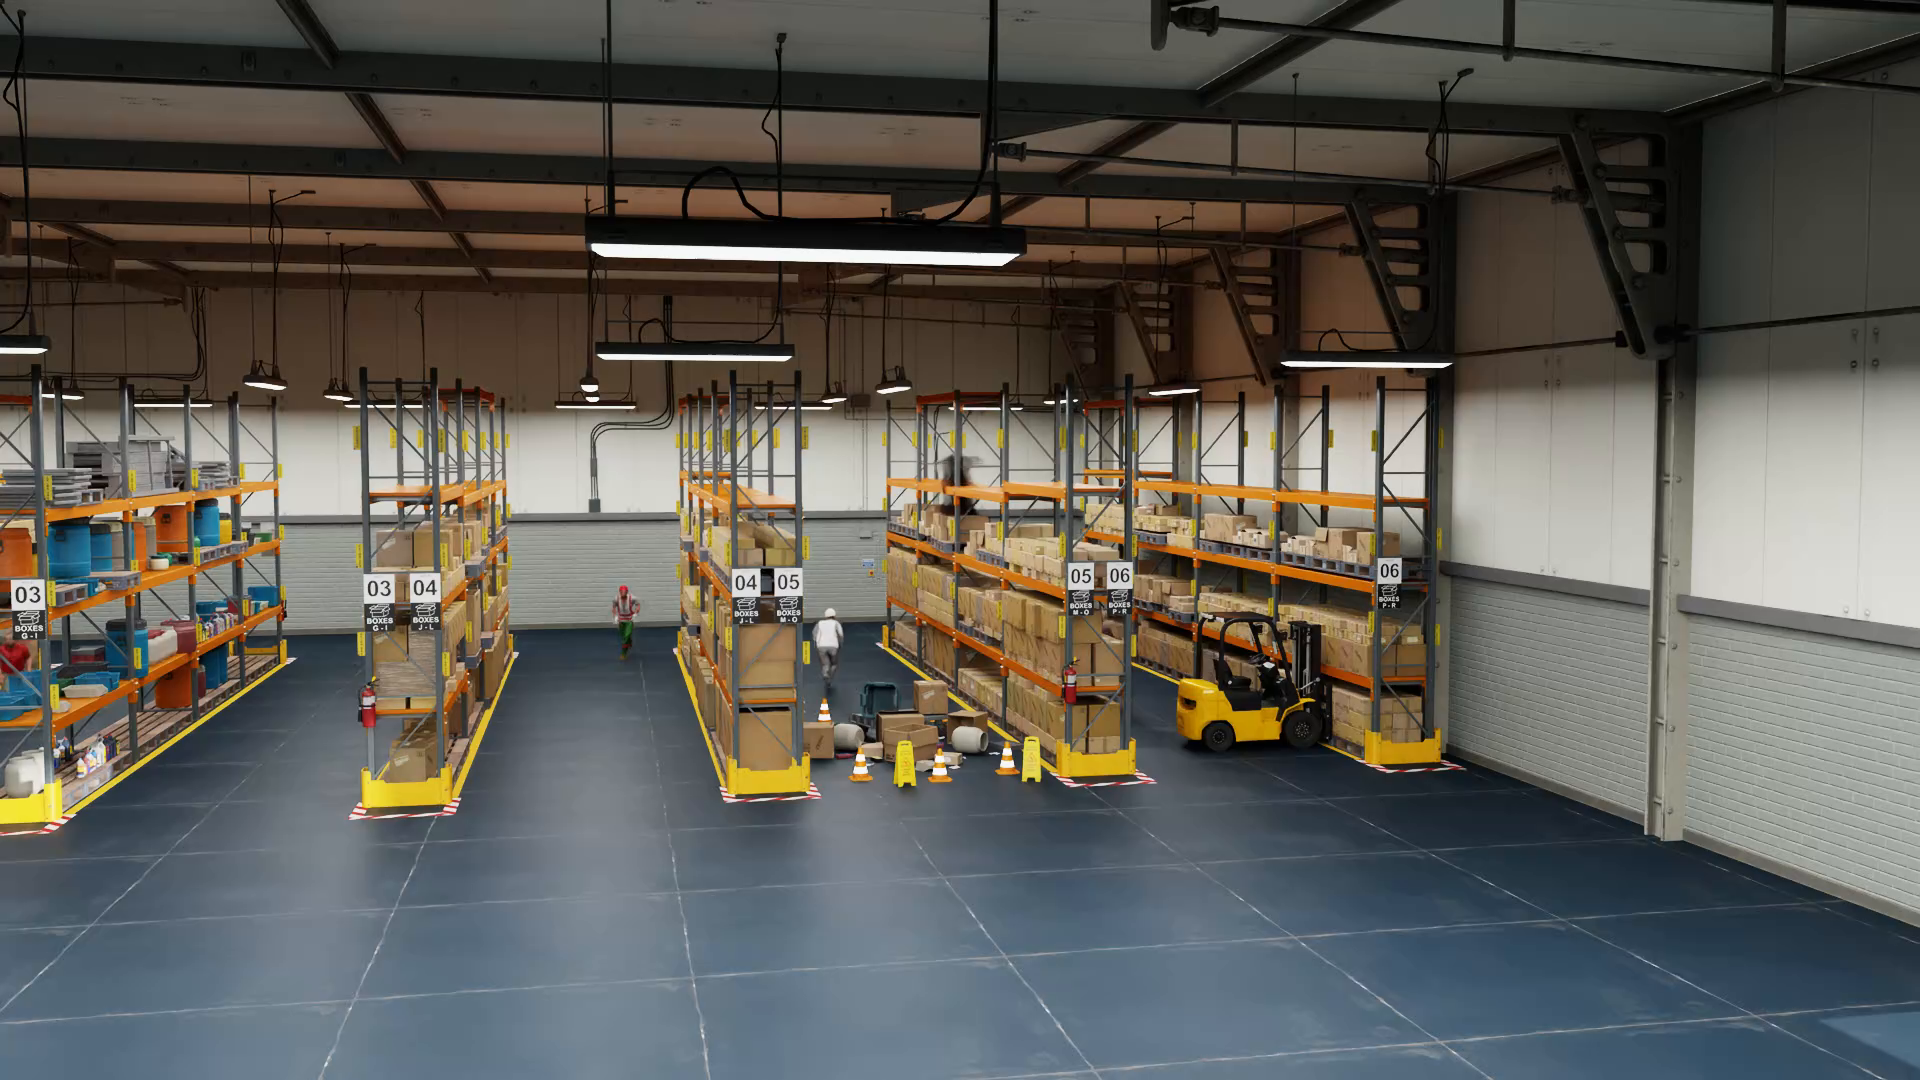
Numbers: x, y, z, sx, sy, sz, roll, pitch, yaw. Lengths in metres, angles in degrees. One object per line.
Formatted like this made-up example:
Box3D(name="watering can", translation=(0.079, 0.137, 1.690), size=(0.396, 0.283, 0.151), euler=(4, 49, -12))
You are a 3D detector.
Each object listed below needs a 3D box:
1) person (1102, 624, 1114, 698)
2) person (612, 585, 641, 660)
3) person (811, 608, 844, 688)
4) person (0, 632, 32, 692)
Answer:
Box3D(name="person", translation=(2.609, 2.244, 31.830), size=(0.711, 1.754, 0.727), euler=(-1, 3, -10))
Box3D(name="person", translation=(-7.688, 1.880, 38.411), size=(0.665, 1.728, 0.957), euler=(0, 3, -1))
Box3D(name="person", translation=(-2.687, 2.216, 33.575), size=(0.659, 1.598, 1.032), euler=(0, 3, 4))
Box3D(name="person", translation=(-16.820, 2.428, 29.537), size=(0.672, 1.656, 0.765), euler=(-3, 4, -40))
